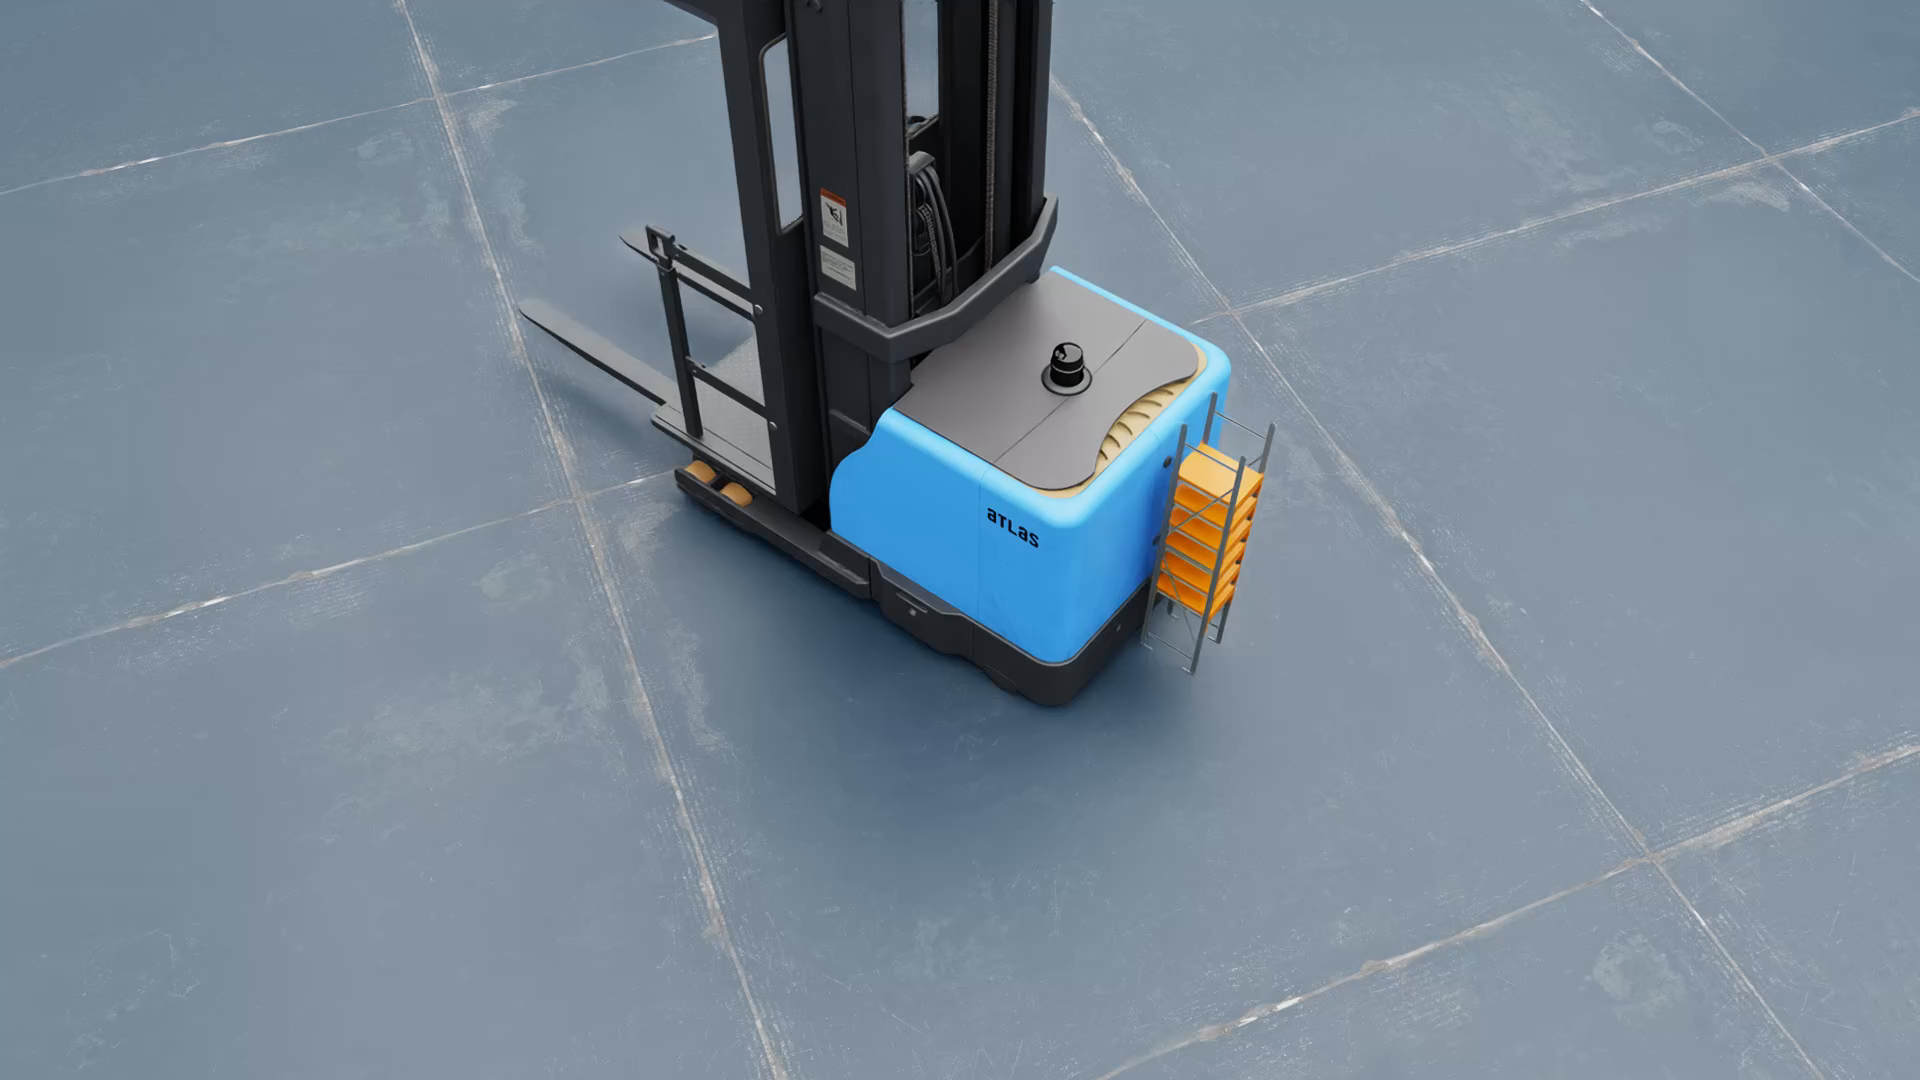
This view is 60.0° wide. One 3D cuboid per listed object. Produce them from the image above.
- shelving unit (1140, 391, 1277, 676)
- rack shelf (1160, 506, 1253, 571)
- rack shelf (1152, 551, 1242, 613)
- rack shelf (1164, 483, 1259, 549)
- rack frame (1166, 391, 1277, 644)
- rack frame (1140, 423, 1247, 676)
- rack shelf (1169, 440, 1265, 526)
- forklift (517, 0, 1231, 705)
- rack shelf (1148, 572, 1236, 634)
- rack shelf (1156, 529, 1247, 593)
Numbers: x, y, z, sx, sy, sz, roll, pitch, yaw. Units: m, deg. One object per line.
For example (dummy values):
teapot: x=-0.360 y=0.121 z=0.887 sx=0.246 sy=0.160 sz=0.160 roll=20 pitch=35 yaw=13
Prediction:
shelving unit: x=0.845 y=0.009 z=5.786 sx=0.258 sy=1.200 sz=0.189 roll=31 pitch=56 yaw=22
rack shelf: x=0.847 y=-0.039 z=5.728 sx=0.258 sy=0.103 sz=0.180 roll=31 pitch=56 yaw=22
rack shelf: x=0.840 y=0.113 z=5.913 sx=0.258 sy=0.103 sz=0.180 roll=31 pitch=56 yaw=22
rack shelf: x=0.851 y=-0.115 z=5.635 sx=0.258 sy=0.103 sz=0.180 roll=31 pitch=56 yaw=22
rack frame: x=0.901 y=-0.047 z=5.833 sx=0.240 sy=1.200 sz=0.006 roll=31 pitch=56 yaw=22
rack frame: x=0.790 y=0.064 z=5.739 sx=0.240 sy=1.200 sz=0.006 roll=31 pitch=56 yaw=22
rack shelf: x=0.854 y=-0.191 z=5.542 sx=0.258 sy=0.103 sz=0.180 roll=31 pitch=56 yaw=22
forklift: x=-0.516 y=-1.304 z=5.779 sx=3.031 sy=2.935 sz=1.130 roll=31 pitch=56 yaw=24
rack shelf: x=0.837 y=0.189 z=6.006 sx=0.258 sy=0.103 sz=0.180 roll=31 pitch=56 yaw=22
rack shelf: x=0.844 y=0.037 z=5.820 sx=0.258 sy=0.103 sz=0.180 roll=31 pitch=56 yaw=22
